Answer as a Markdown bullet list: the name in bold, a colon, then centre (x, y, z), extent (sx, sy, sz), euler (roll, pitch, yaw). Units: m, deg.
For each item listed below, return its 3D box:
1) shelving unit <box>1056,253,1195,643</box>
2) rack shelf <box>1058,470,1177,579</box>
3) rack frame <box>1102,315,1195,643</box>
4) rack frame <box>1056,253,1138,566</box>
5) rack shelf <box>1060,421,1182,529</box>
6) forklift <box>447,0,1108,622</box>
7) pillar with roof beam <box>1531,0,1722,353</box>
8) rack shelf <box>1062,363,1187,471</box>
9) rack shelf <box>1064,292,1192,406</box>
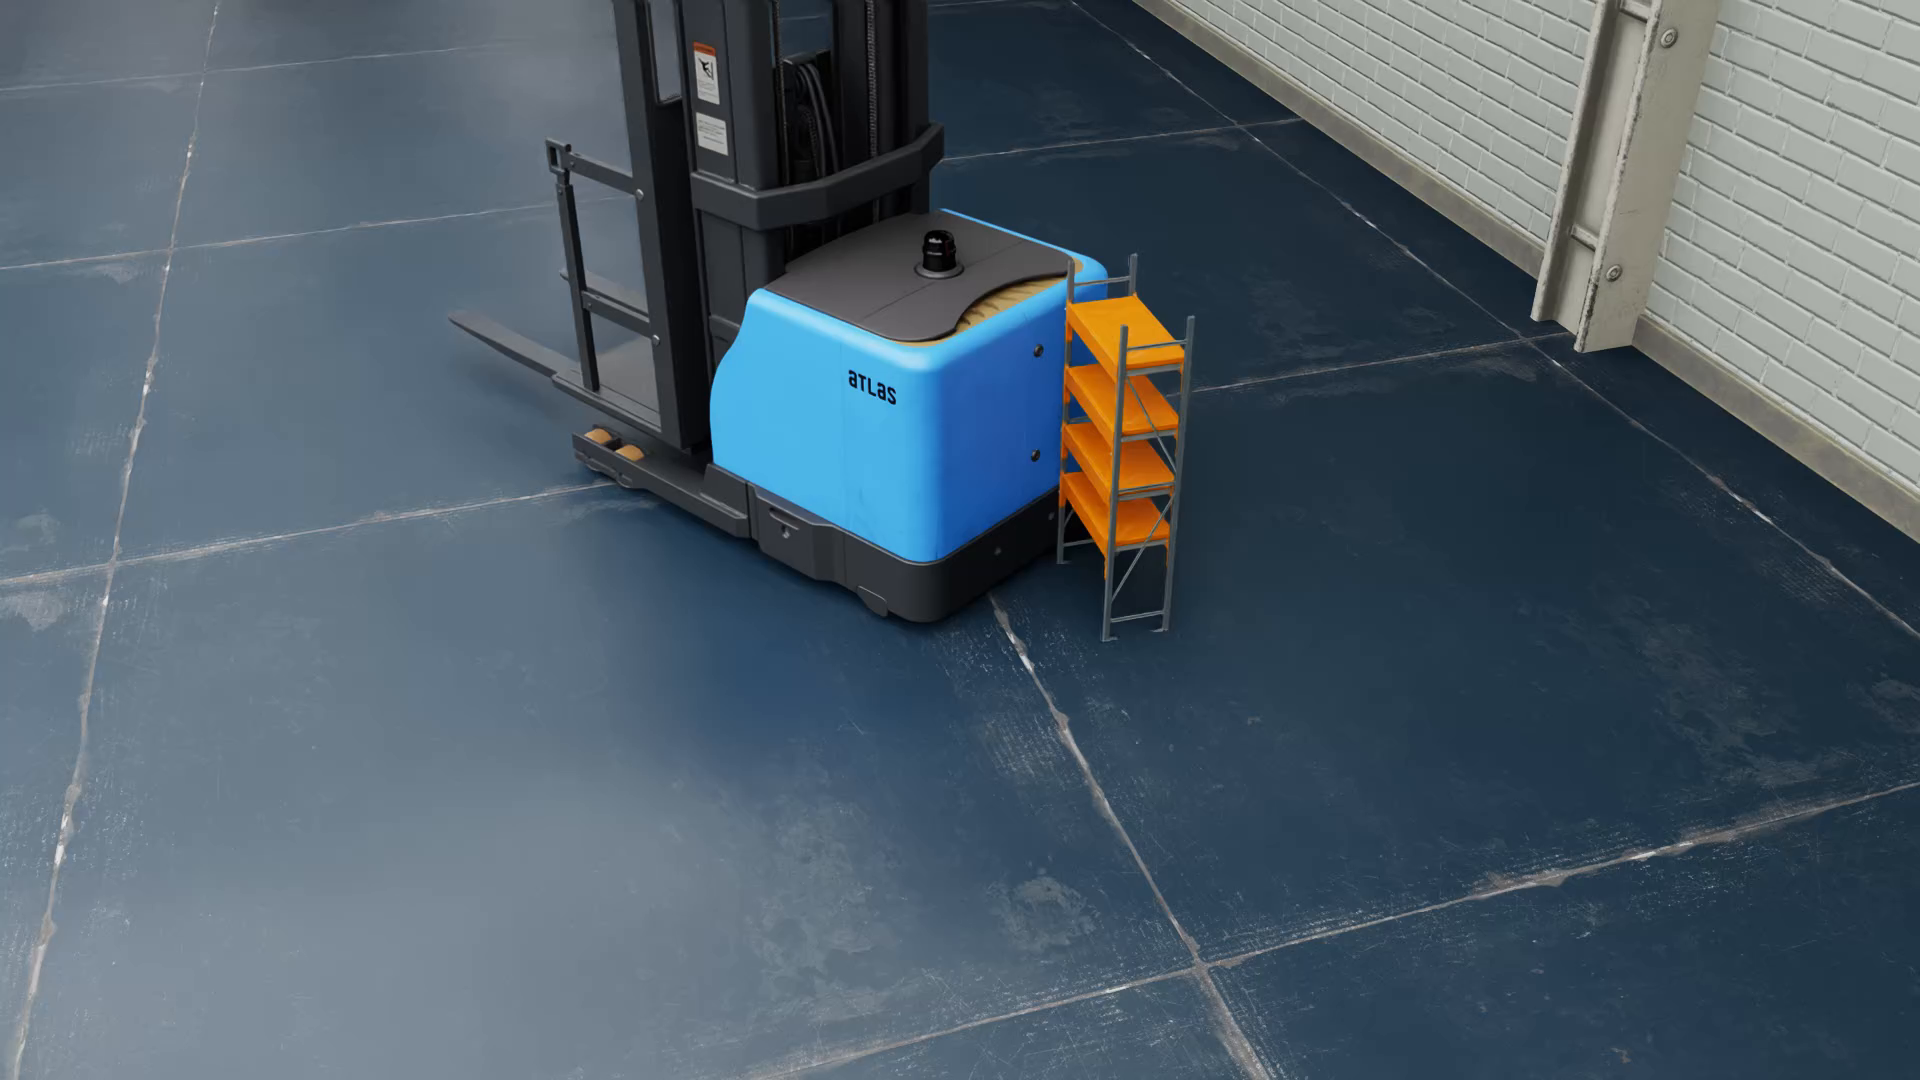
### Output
- **shelving unit**: centre (0.539, -0.298, 5.613), extent (0.258, 1.200, 0.503), euler (-9, 35, -13)
- **rack shelf**: centre (0.539, -0.076, 5.760), extent (0.258, 0.148, 0.480), euler (-9, 35, -13)
- **rack frame**: centre (0.606, -0.169, 5.417), extent (0.240, 1.200, 0.015), euler (-9, 35, -13)
- **rack frame**: centre (0.471, -0.428, 5.809), extent (0.240, 1.200, 0.015), euler (-9, 35, -13)
- **rack shelf**: centre (0.539, -0.242, 5.650), extent (0.258, 0.148, 0.480), euler (-9, 35, -13)
- **forklift**: centre (-0.911, -1.623, 6.047), extent (3.031, 2.935, 1.130), euler (26, 41, 33)
- **pillar with roof beam**: centre (-1.205, -4.007, 4.152), extent (9.100, 9.000, 0.400), euler (-10, 35, -15)
- **rack shelf**: centre (0.539, -0.429, 5.527), extent (0.258, 0.148, 0.480), euler (-9, 35, -13)
- **rack shelf**: centre (0.539, -0.626, 5.396), extent (0.258, 0.148, 0.480), euler (-9, 35, -13)
